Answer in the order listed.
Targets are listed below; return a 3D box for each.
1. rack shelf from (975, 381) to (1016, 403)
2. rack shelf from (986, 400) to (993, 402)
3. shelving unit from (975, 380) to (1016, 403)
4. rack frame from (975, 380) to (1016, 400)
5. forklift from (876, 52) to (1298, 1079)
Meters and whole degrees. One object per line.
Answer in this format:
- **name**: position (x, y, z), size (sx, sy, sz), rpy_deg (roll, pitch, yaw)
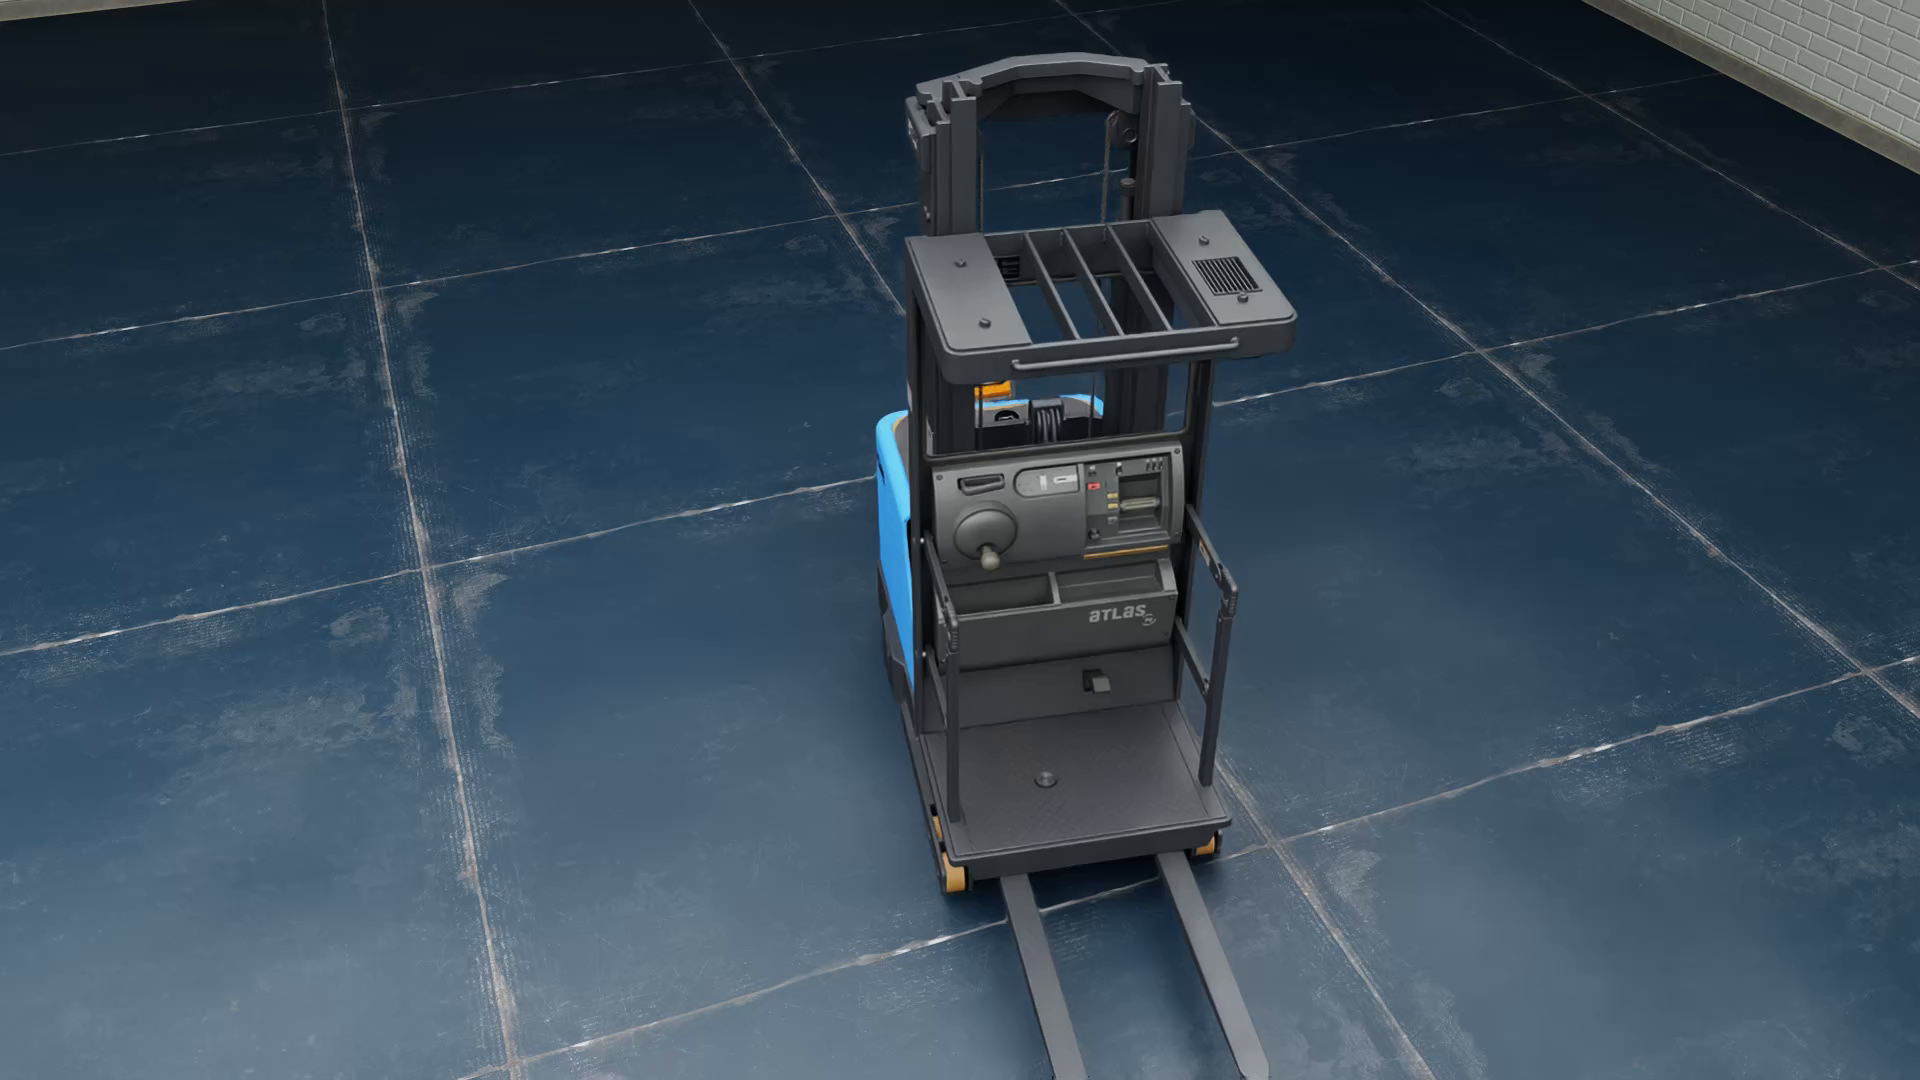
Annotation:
- **rack shelf**: position (0.056, -0.731, 7.571), size (0.258, 0.148, 0.480), rpy_deg (-11, 38, -14)
- **rack shelf**: position (0.056, -0.542, 7.713), size (0.258, 0.148, 0.480), rpy_deg (-11, 38, -14)
- **shelving unit**: position (0.056, -0.417, 7.807), size (0.258, 1.200, 0.503), rpy_deg (-11, 38, -14)
- **rack frame**: position (0.129, -0.277, 7.621), size (0.240, 1.200, 0.015), rpy_deg (-11, 38, -14)
- **forklift**: position (0.407, -0.051, 5.881), size (1.130, 2.935, 3.031), rpy_deg (-7, 38, -9)
